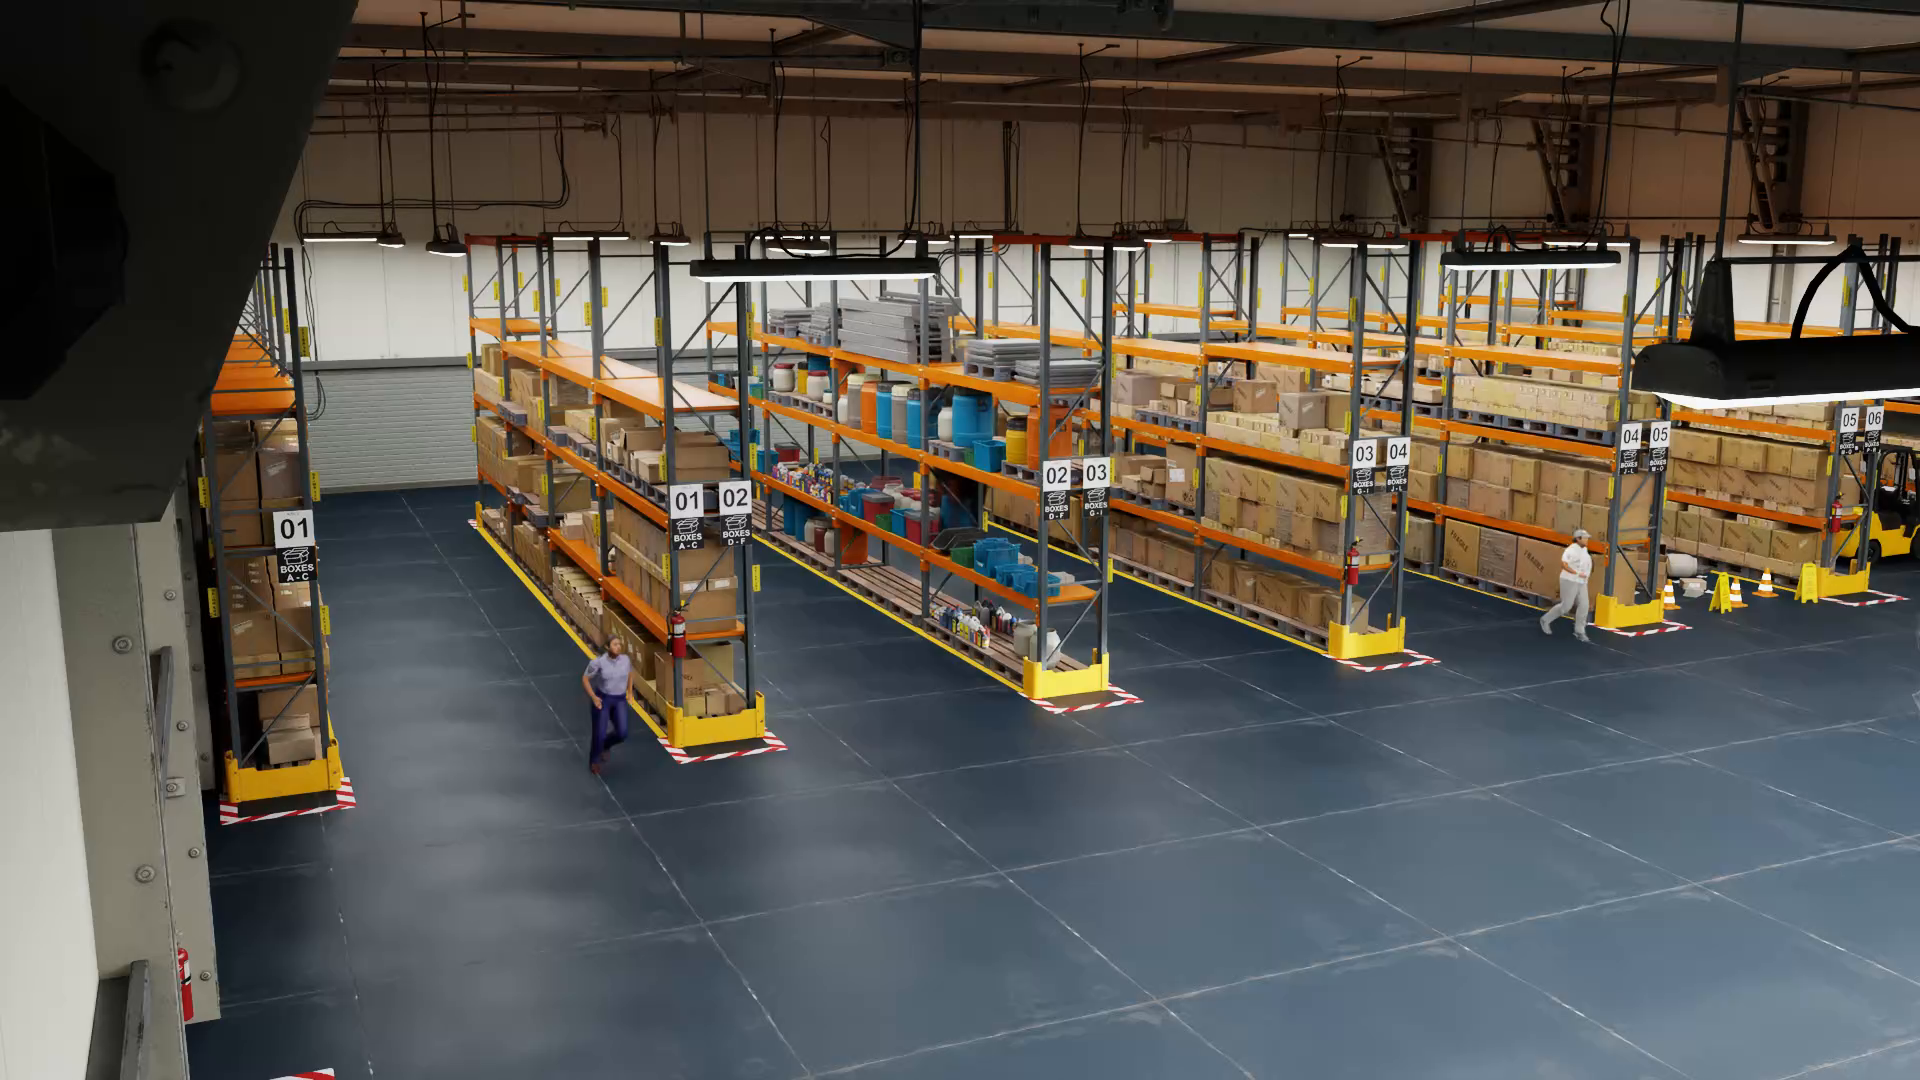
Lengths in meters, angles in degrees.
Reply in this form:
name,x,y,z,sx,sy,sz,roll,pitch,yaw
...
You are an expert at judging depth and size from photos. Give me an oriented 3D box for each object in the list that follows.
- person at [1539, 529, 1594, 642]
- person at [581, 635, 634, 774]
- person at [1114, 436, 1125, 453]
name,x,y,z,sx,sy,sz,roll,pitch,yaw
person,9.382,0.665,25.417,0.669,1.682,0.802,-10,14,-40
person,-4.029,1.890,19.270,0.665,1.593,0.511,-7,13,-32
person,3.999,-2.540,42.005,0.676,1.653,0.701,3,11,15
